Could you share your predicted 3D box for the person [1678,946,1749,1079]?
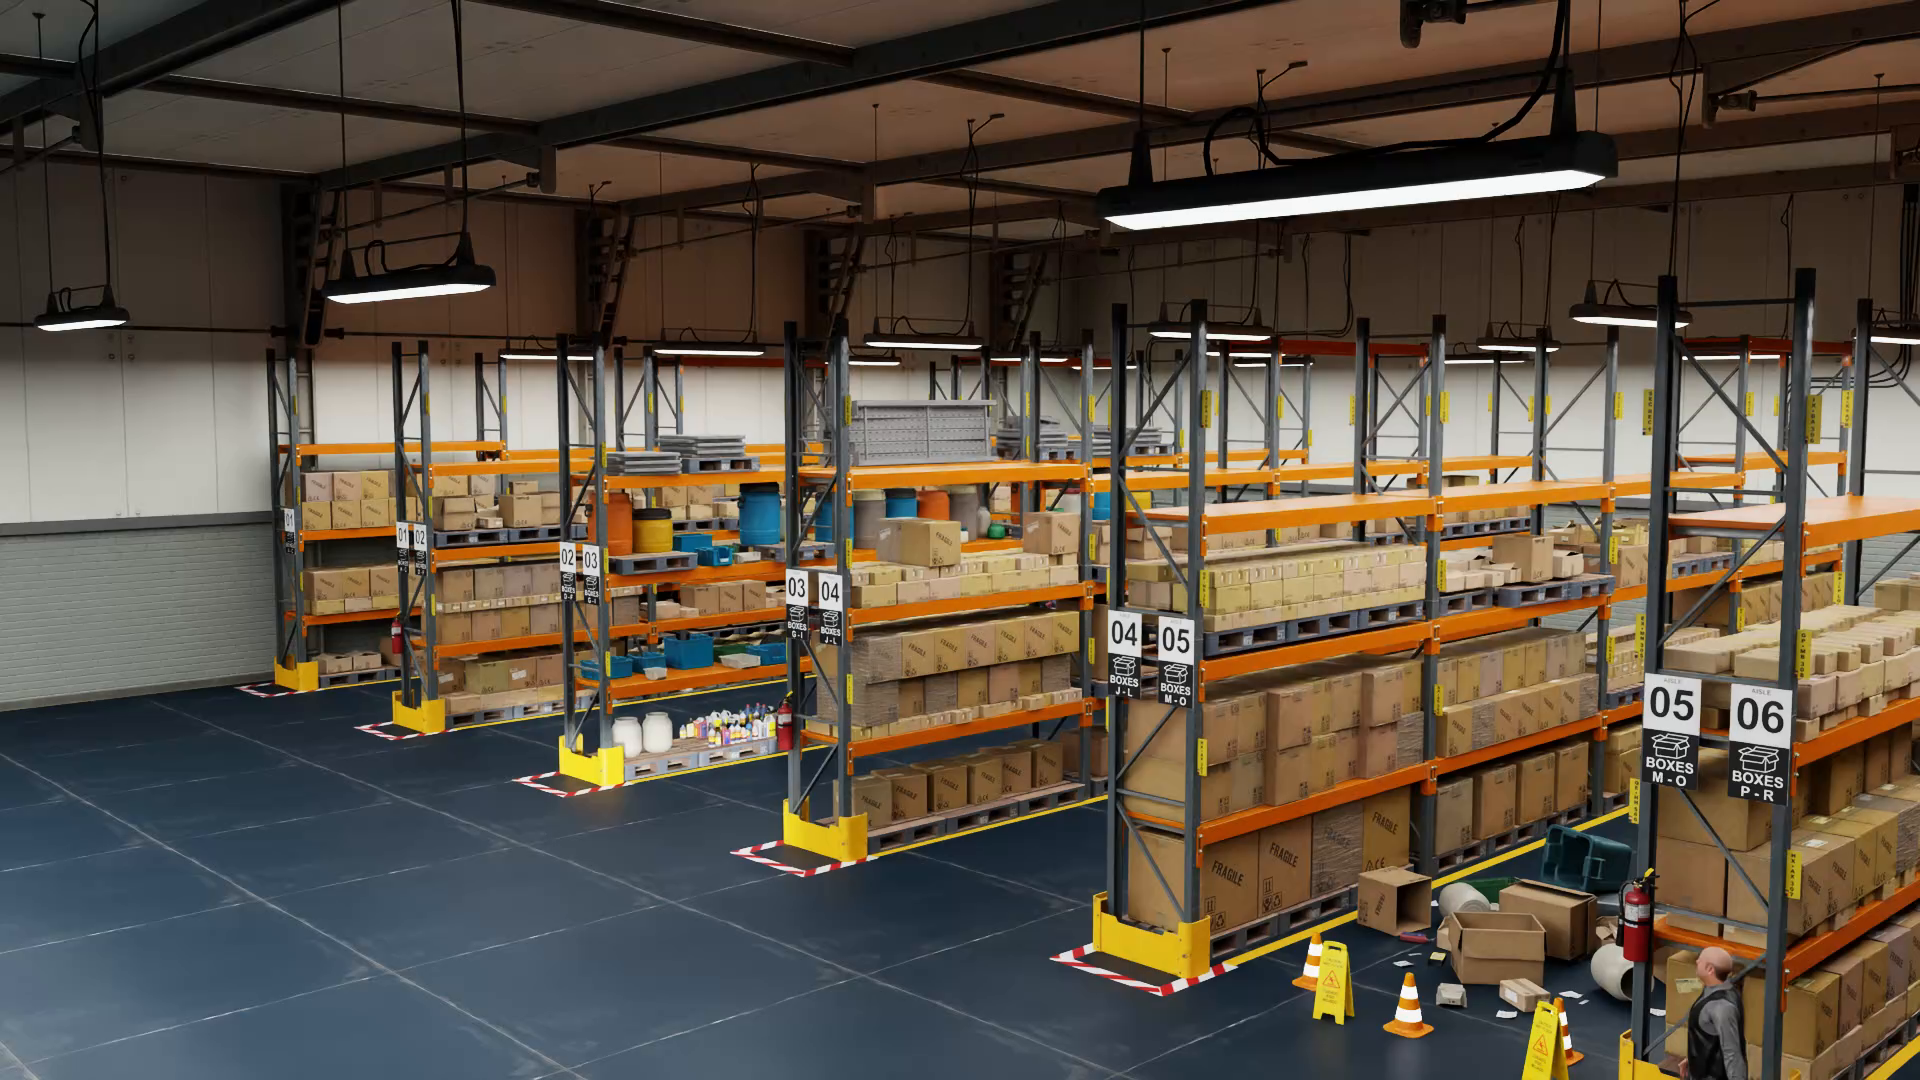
[{"bbox_3d":[4.821,3.418,10.589,1.091,1.670,0.624,2,5,23],"label":"person"}]
